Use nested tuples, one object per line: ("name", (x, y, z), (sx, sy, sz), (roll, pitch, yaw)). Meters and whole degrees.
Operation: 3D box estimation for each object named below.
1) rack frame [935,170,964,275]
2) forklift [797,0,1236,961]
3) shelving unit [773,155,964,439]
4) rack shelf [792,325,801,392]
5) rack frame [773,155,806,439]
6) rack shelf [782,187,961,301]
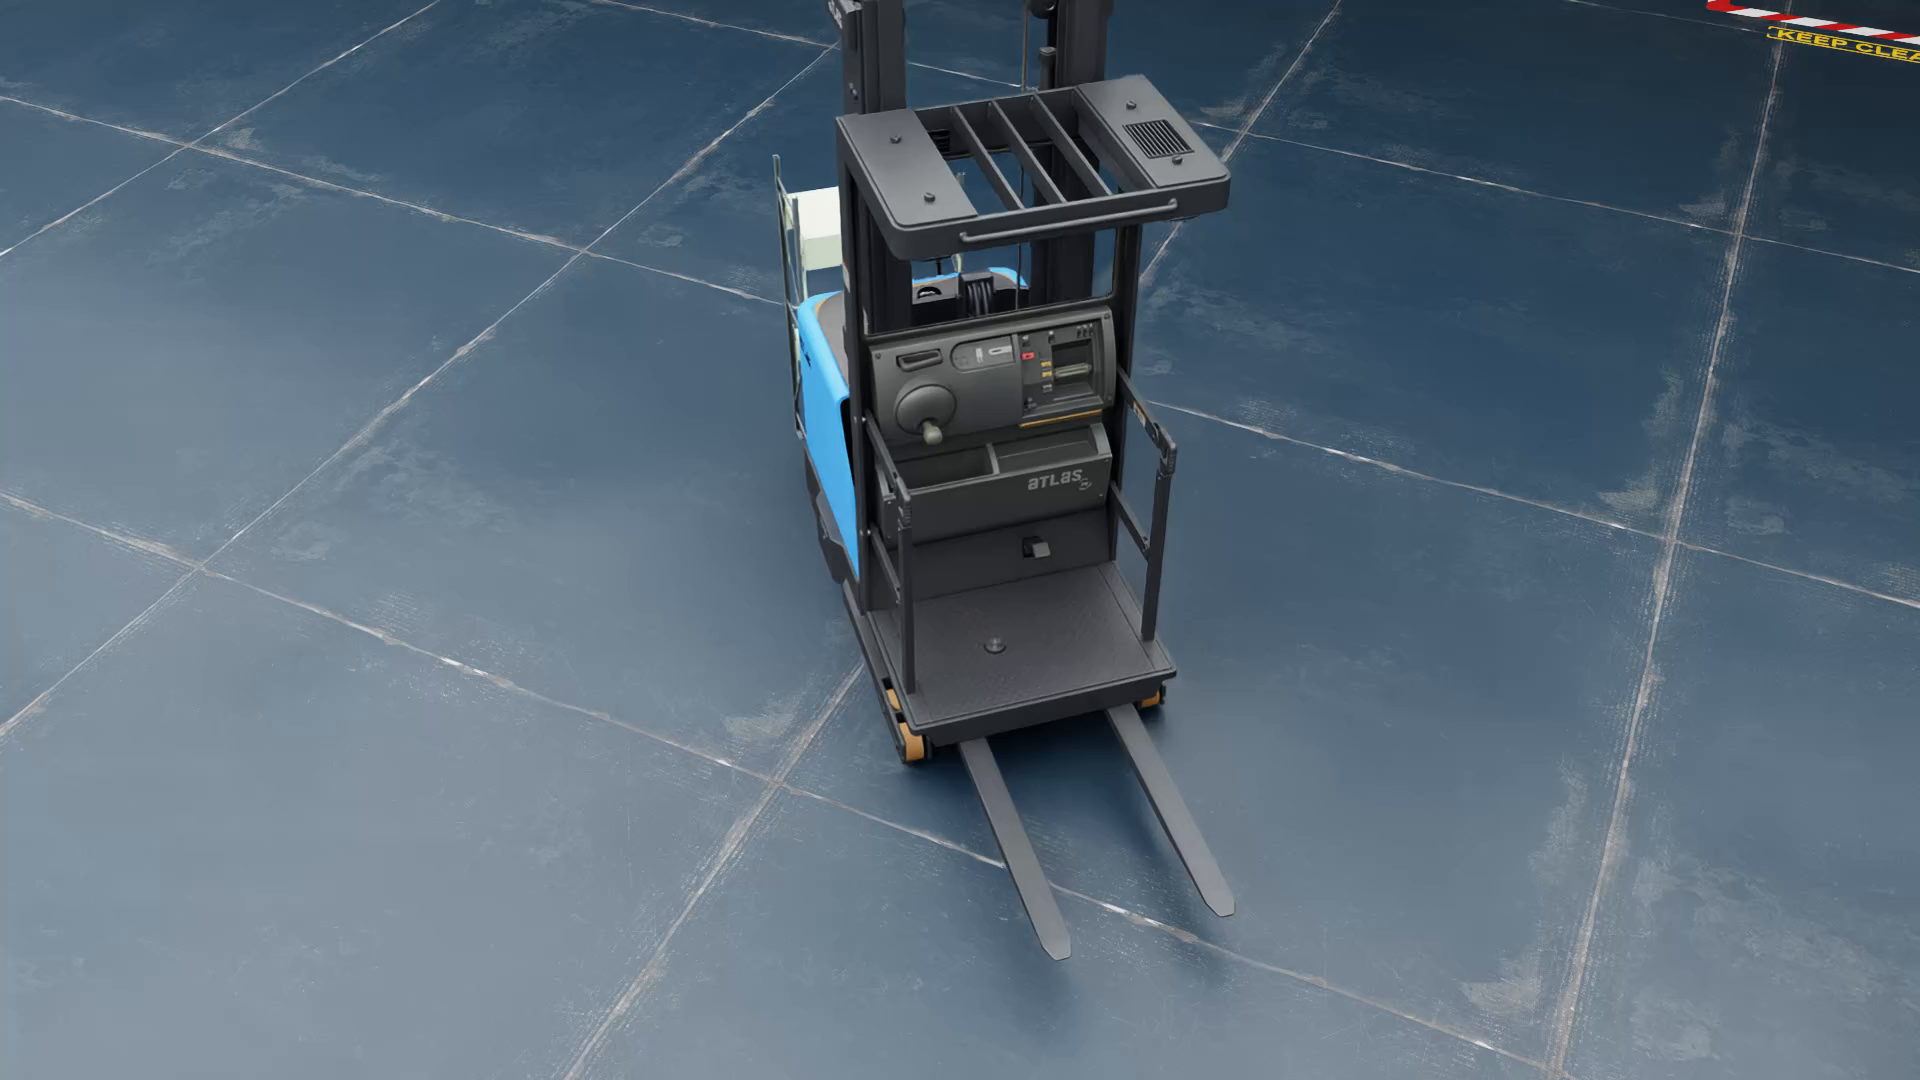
("rack frame", (-0.051, -1.138, 7.801), (0.023, 1.500, 0.400), (-11, 42, -13))
("forklift", (0.198, -0.522, 5.998), (1.130, 2.935, 3.031), (-11, 42, -13))
("shelving unit", (-0.401, -1.067, 7.720), (0.755, 1.500, 0.431), (-11, 42, -13))
("rack shelf", (-0.401, -0.821, 7.933), (0.720, 0.370, 0.431), (-11, 42, -13))
("rack frame", (-0.751, -0.997, 7.639), (0.023, 1.500, 0.400), (-11, 42, -13))
("rack shelf", (-0.401, -1.362, 7.465), (0.720, 0.370, 0.431), (-11, 42, -13))
